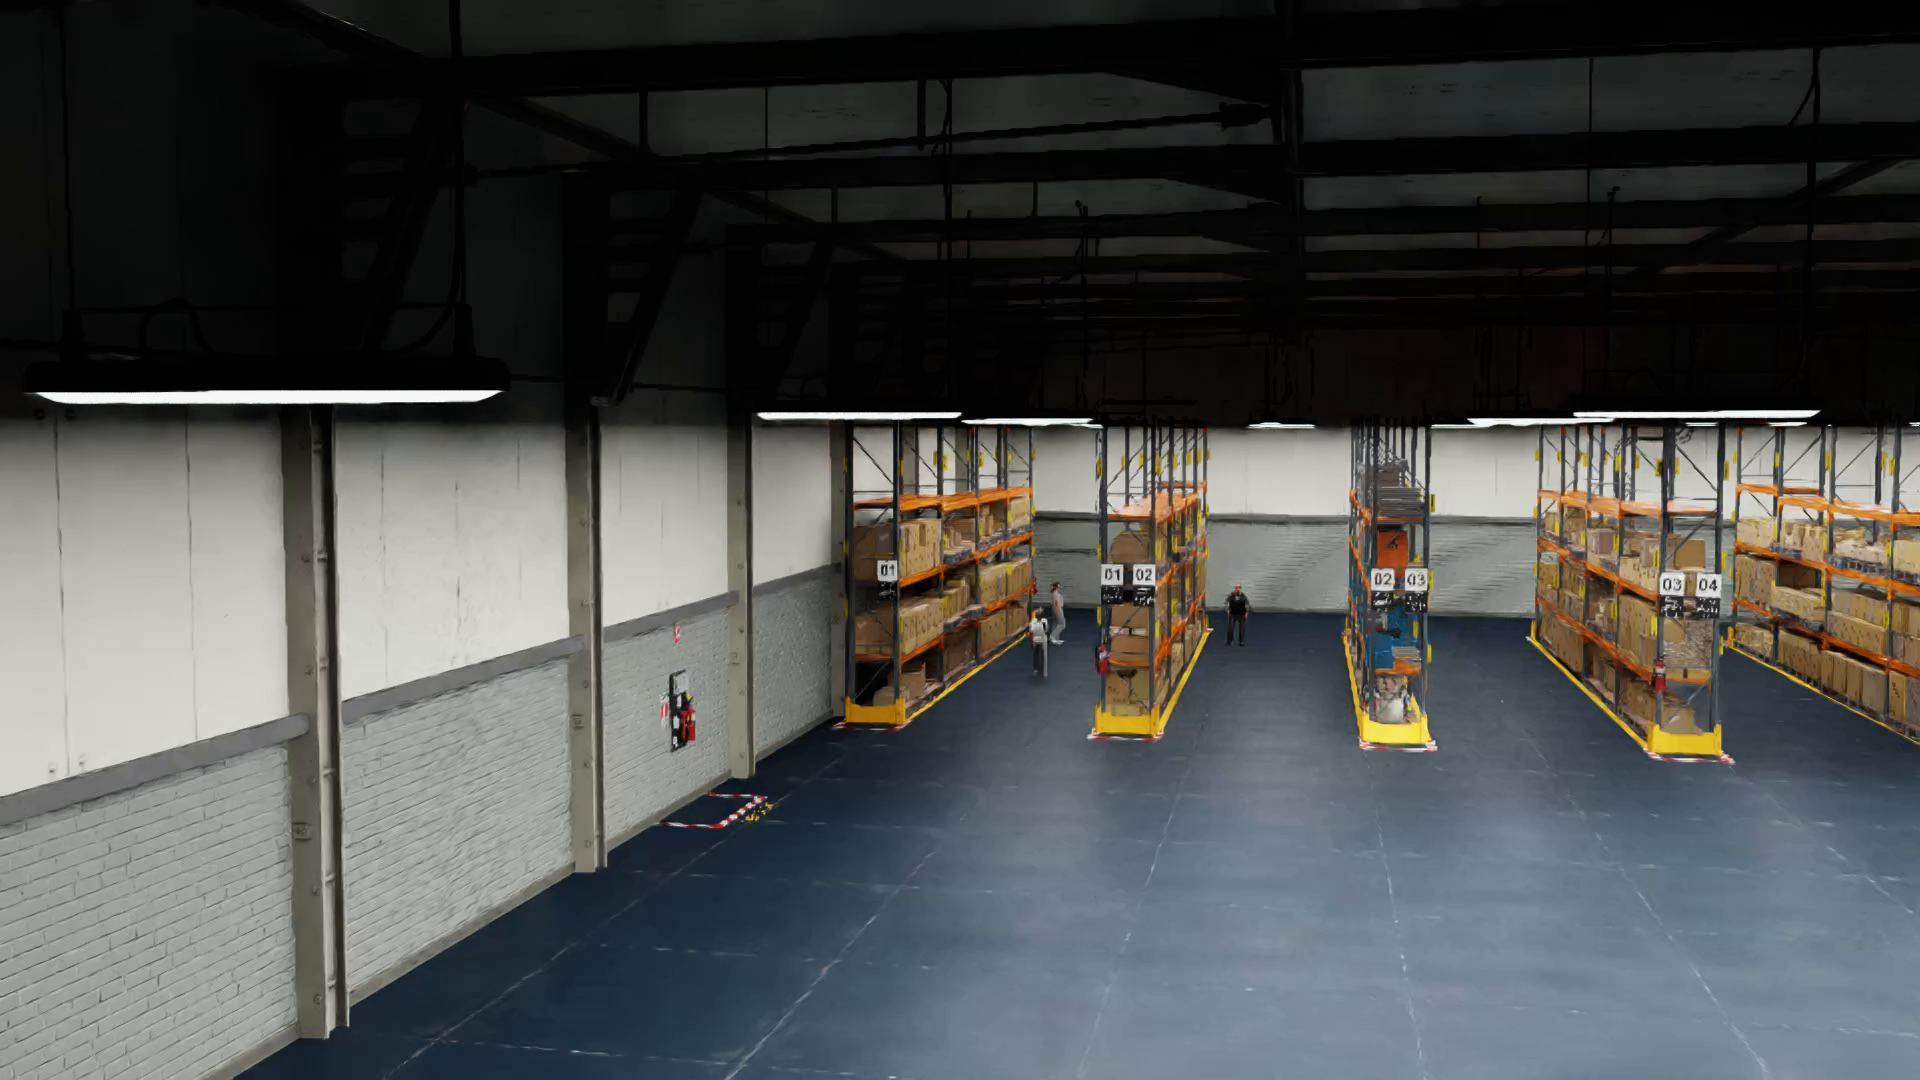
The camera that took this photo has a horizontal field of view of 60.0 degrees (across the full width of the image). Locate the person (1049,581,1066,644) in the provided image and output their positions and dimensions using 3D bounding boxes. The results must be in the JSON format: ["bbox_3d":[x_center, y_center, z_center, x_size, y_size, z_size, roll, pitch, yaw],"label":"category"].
[{"bbox_3d":[2.566,1.936,44.325,0.435,1.671,0.500,-1,4,-14],"label":"person"}]

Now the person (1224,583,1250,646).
[{"bbox_3d":[7.334,1.966,43.993,0.677,1.674,0.534,1,4,10],"label":"person"}]

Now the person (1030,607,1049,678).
[{"bbox_3d":[1.829,2.343,38.336,0.448,1.622,0.996,0,4,4],"label":"person"}]
